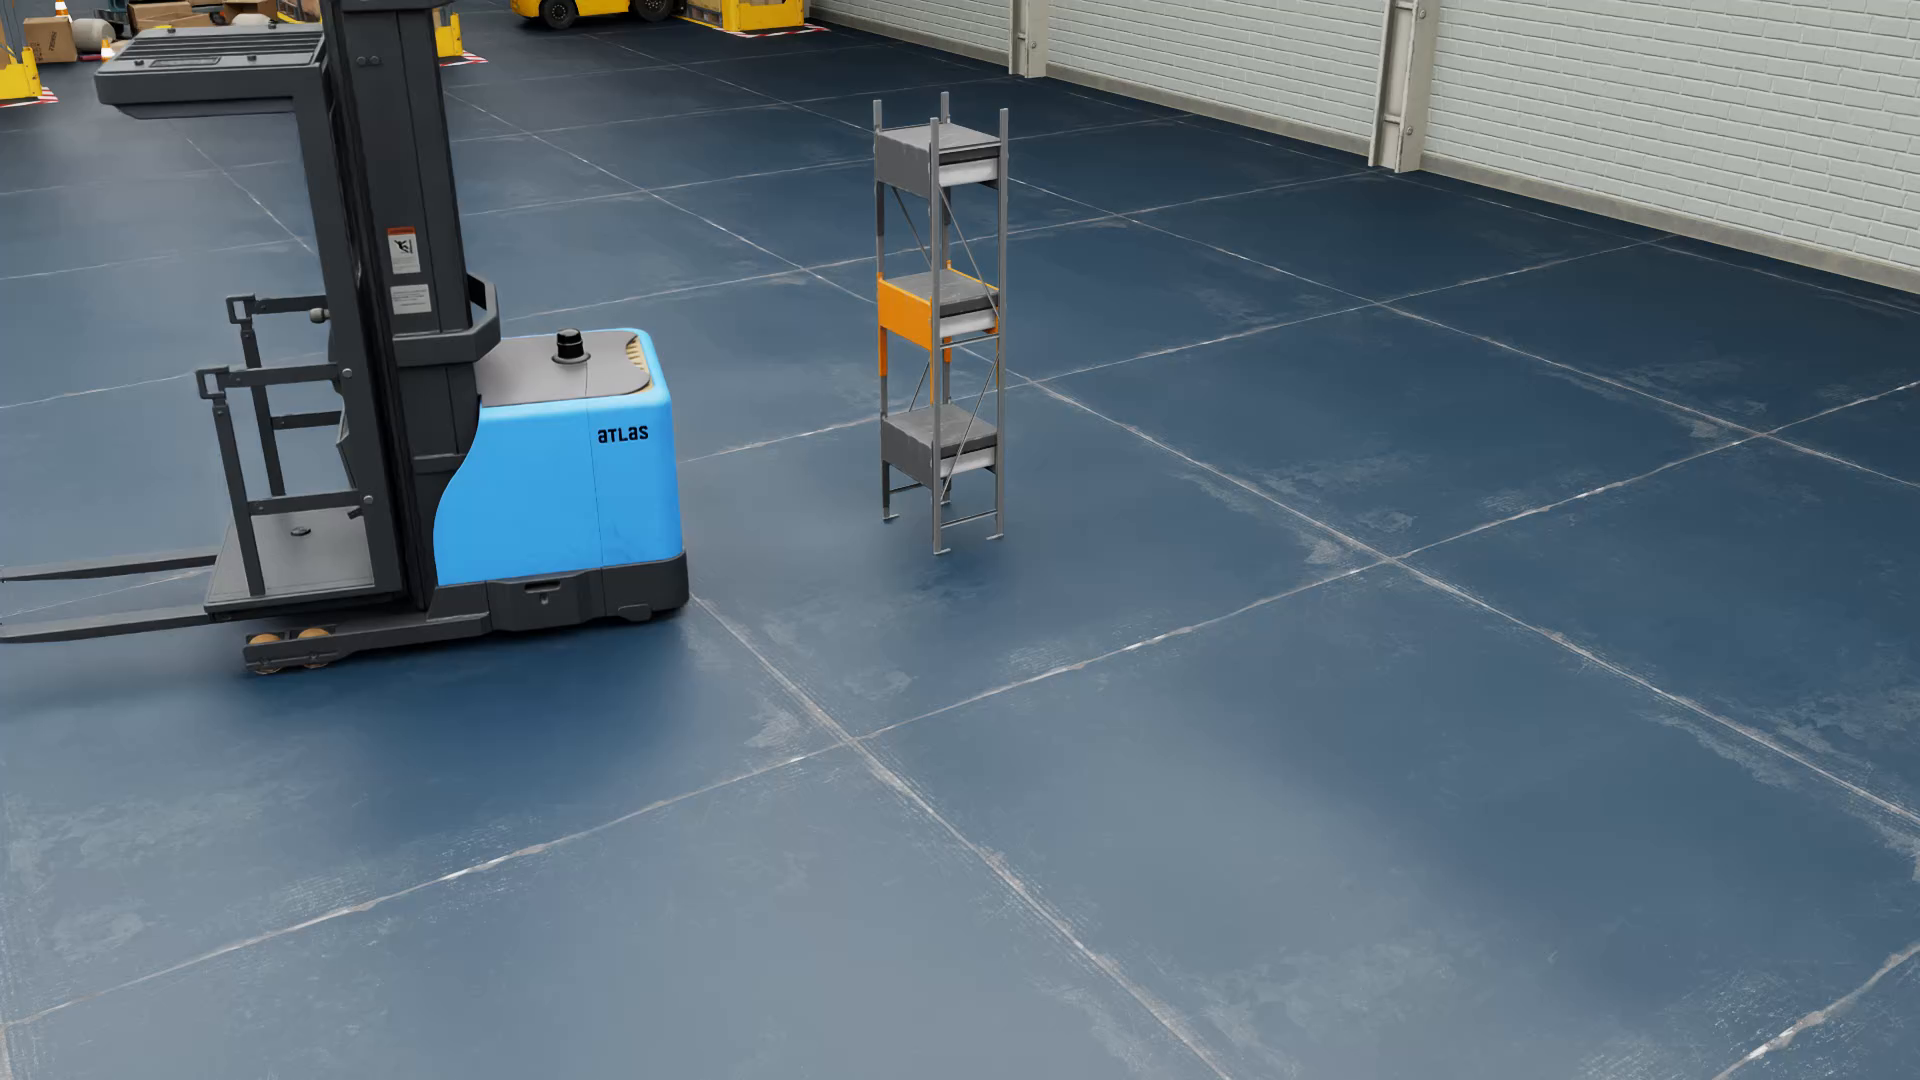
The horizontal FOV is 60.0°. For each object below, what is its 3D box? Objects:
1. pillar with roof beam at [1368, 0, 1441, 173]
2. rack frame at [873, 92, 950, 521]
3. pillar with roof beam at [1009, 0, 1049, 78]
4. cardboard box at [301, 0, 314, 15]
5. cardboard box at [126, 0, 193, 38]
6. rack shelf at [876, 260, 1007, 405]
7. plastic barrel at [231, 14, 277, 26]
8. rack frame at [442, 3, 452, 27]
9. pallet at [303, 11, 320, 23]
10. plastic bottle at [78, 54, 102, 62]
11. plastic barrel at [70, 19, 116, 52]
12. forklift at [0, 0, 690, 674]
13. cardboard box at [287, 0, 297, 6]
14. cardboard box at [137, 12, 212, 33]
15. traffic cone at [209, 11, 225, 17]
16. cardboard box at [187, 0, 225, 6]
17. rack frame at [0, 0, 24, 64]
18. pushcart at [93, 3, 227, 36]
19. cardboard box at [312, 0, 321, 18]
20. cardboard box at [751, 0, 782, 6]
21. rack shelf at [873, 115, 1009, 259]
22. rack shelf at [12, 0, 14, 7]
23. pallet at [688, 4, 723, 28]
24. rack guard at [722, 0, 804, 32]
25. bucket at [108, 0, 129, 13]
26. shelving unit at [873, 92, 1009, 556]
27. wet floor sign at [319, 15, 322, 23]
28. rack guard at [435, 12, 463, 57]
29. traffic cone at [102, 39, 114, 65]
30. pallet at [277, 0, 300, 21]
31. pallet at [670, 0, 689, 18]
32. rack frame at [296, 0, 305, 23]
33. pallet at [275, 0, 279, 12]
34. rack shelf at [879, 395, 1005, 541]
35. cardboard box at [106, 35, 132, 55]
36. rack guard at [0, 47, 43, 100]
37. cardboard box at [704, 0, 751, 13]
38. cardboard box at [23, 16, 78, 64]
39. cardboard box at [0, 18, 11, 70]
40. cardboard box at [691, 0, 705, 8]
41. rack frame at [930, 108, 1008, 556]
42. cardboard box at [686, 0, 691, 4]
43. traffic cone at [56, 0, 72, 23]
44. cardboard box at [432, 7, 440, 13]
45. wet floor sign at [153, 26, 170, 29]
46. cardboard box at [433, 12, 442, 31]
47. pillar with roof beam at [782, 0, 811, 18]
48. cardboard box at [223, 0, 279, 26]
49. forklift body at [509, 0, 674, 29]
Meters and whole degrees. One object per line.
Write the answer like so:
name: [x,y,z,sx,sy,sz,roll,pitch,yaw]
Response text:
pillar with roof beam: [0.499,-6.591,11.670,9.100,9.000,0.400,-16,29,-30]
rack frame: [-0.224,-1.096,8.112,0.400,2.100,0.015,-16,29,-30]
pillar with roof beam: [-2.776,-8.737,16.216,9.100,9.000,0.400,-16,29,-30]
cardboard box: [-9.064,-7.659,23.690,0.500,0.250,0.500,-17,30,-32]
cardboard box: [-10.574,-6.860,22.032,0.797,0.637,0.503,-16,29,-30]
rack shelf: [-0.090,-0.996,7.933,0.431,0.518,0.480,-16,29,-30]
plastic barrel: [-9.373,-6.777,22.110,0.512,0.421,0.421,3,25,6]
rack frame: [-6.976,-7.556,20.743,1.000,3.000,0.127,-16,29,-30]
pallet: [-8.764,-7.494,23.877,1.003,0.211,1.213,-16,29,-30]
plastic bottle: [-11.077,-6.156,21.219,0.133,0.061,0.283,18,31,33]
plastic barrel: [-11.348,-6.584,21.701,0.512,0.421,0.421,3,25,6]
forklift: [-2.800,-1.007,6.951,3.031,2.935,1.130,-7,26,-14]
cardboard box: [-9.448,-8.176,24.641,0.950,0.372,0.625,-15,29,-29]
cardboard box: [-10.057,-6.466,21.357,0.637,0.503,0.797,7,26,15]
traffic cone: [-11.010,-7.957,24.563,0.336,0.463,0.334,-16,29,-30]
cardboard box: [-10.635,-7.773,23.244,0.500,0.500,0.500,-16,29,-30]
rack frame: [-11.069,-6.367,18.222,1.000,3.000,0.127,-16,29,-30]
pushcart: [-11.043,-7.252,23.170,0.936,0.377,1.648,18,31,33]
cardboard box: [-8.763,-7.471,23.291,0.500,0.250,0.500,-14,29,-27]
cardboard box: [-2.924,-7.882,24.162,0.500,0.250,0.500,-15,29,-29]
rack shelf: [-0.090,-1.629,7.634,0.431,0.518,0.480,-16,29,-30]
rack shelf: [-12.160,-6.757,19.891,1.077,0.370,4.000,-16,29,-30]
pallet: [-3.272,-7.717,24.350,1.003,0.211,1.213,-16,29,-30]
rack guard: [-2.807,-7.575,23.711,1.175,0.500,0.348,-16,29,-30]
bucket: [-11.246,-7.493,22.663,0.726,0.611,0.620,-6,16,-12]
shelving unit: [-0.090,-1.009,7.927,0.431,2.100,0.503,-16,29,-30]
wet floor sign: [-7.769,-6.174,20.573,0.267,0.644,0.232,-6,26,-12]
rack guard: [-7.018,-6.453,21.334,1.175,0.500,0.348,-16,29,-30]
traffic cone: [-10.169,-5.740,19.867,0.336,0.463,0.334,-16,29,-30]
pallet: [-9.586,-8.004,24.958,1.003,0.211,1.213,-16,29,-30]
pallet: [-3.934,-8.153,25.273,1.003,0.211,1.213,-16,29,-30]
rack frame: [-9.160,-8.987,23.773,1.000,3.000,0.127,-16,29,-30]
pallet: [-10.256,-8.441,25.883,1.003,0.211,1.213,-16,29,-30]
rack shelf: [-0.090,-0.363,8.232,0.431,0.518,0.480,-16,29,-30]
cardboard box: [-10.771,-6.375,21.444,0.396,0.266,0.258,-10,27,-21]
rack guard: [-11.056,-5.228,18.738,1.175,0.500,0.348,-16,29,-30]
cardboard box: [-3.341,-7.755,23.893,0.500,0.250,0.500,-15,29,-29]
cardboard box: [-11.545,-6.352,21.117,0.500,0.500,0.500,-10,27,-21]
cardboard box: [-11.494,-5.823,19.068,0.875,0.875,0.875,-15,29,-29]
cardboard box: [-3.604,-7.935,24.275,0.500,0.250,0.500,-16,29,-30]
rack frame: [0.043,-0.921,7.742,0.400,2.100,0.015,-16,29,-30]
cardboard box: [-3.870,-8.116,24.658,0.500,0.250,0.500,-15,29,-29]
traffic cone: [-12.719,-7.482,23.556,0.336,0.463,0.334,-16,29,-30]
cardboard box: [-7.199,-7.203,21.845,0.500,0.500,0.500,-17,30,-31]
wet floor sign: [-9.394,-5.753,19.681,0.267,0.644,0.232,-22,33,-38]
cardboard box: [-7.185,-6.856,21.988,0.500,0.250,0.500,-16,30,-30]
pillar with roof beam: [-6.052,-10.883,20.762,9.100,9.000,0.400,-16,29,-30]
cardboard box: [-9.715,-7.157,22.823,0.500,0.500,0.500,3,25,6]
forklift body: [-5.383,-8.584,23.913,2.313,2.155,1.214,-16,29,-30]
